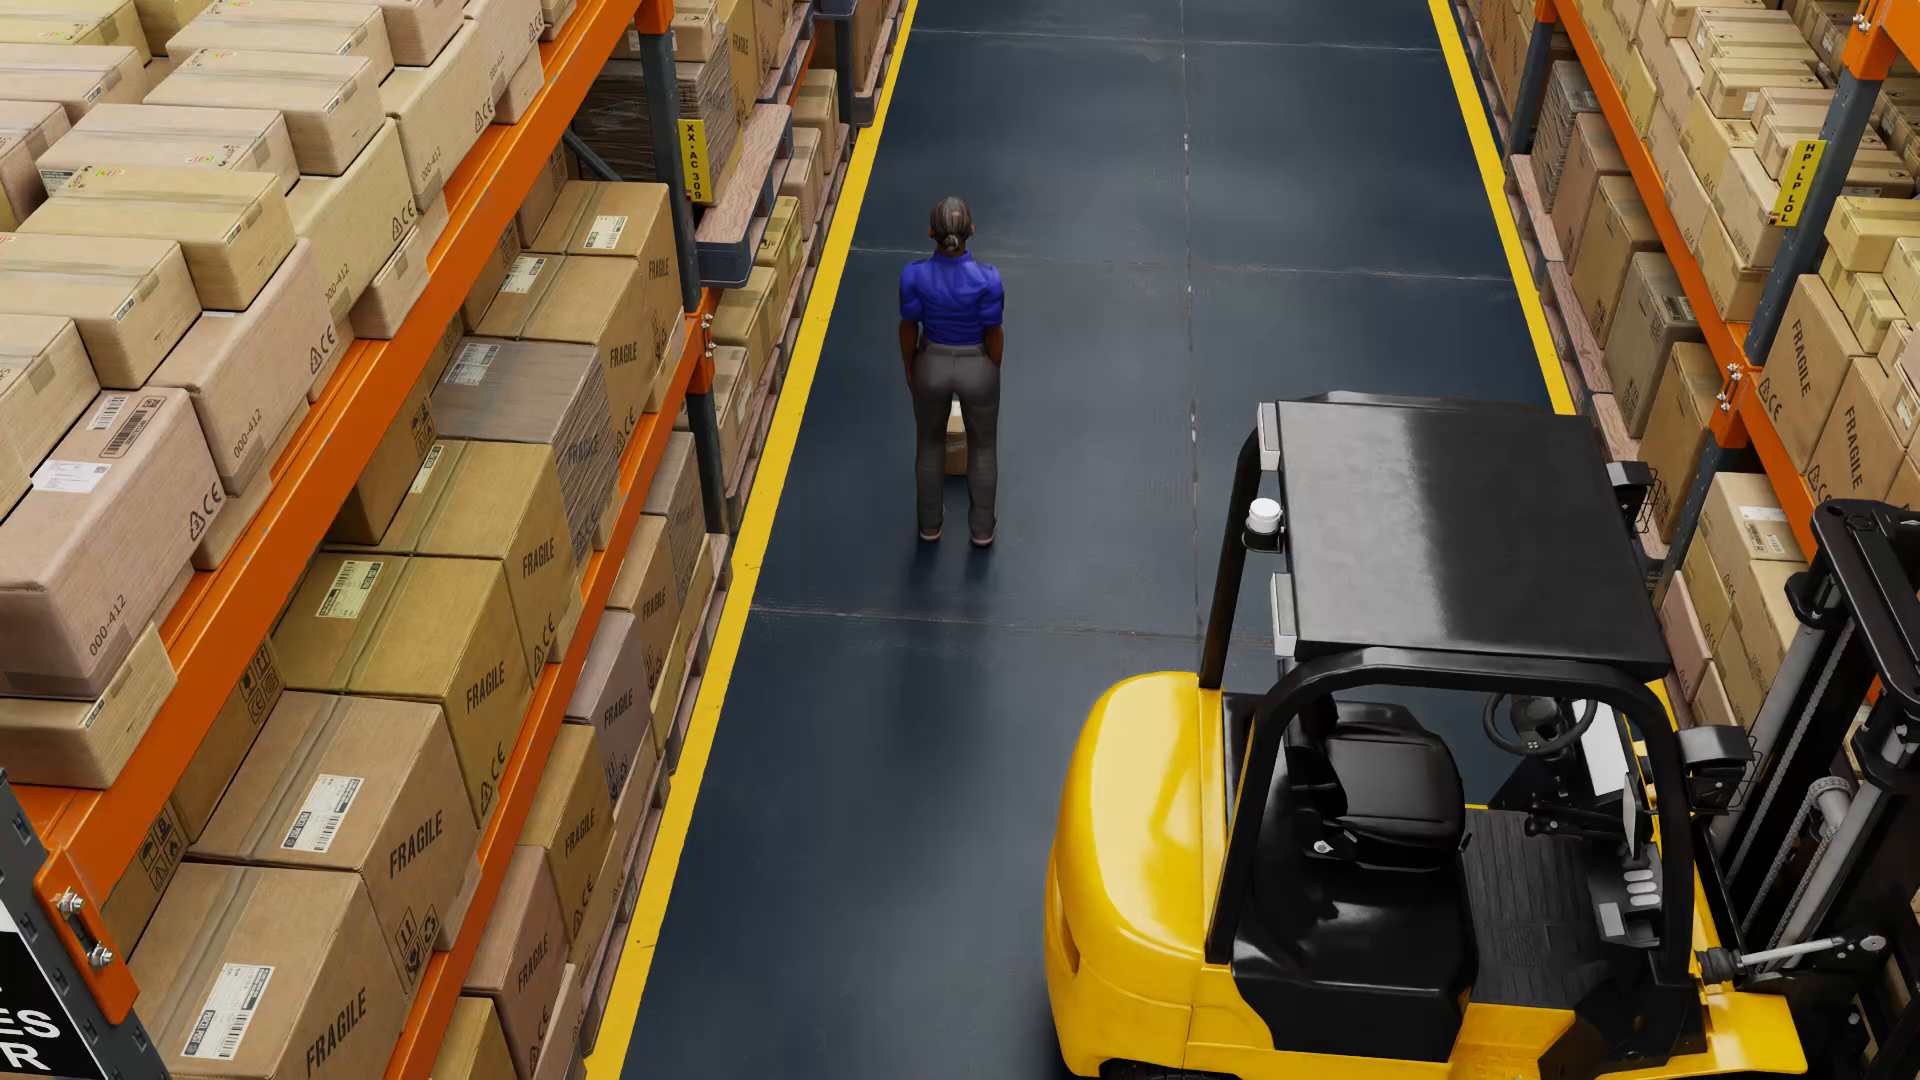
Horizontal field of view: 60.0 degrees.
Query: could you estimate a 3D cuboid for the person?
[{"bbox_3d":[-0.034,-0.695,6.989,0.437,1.663,0.304,4,40,4],"label":"person"}]
